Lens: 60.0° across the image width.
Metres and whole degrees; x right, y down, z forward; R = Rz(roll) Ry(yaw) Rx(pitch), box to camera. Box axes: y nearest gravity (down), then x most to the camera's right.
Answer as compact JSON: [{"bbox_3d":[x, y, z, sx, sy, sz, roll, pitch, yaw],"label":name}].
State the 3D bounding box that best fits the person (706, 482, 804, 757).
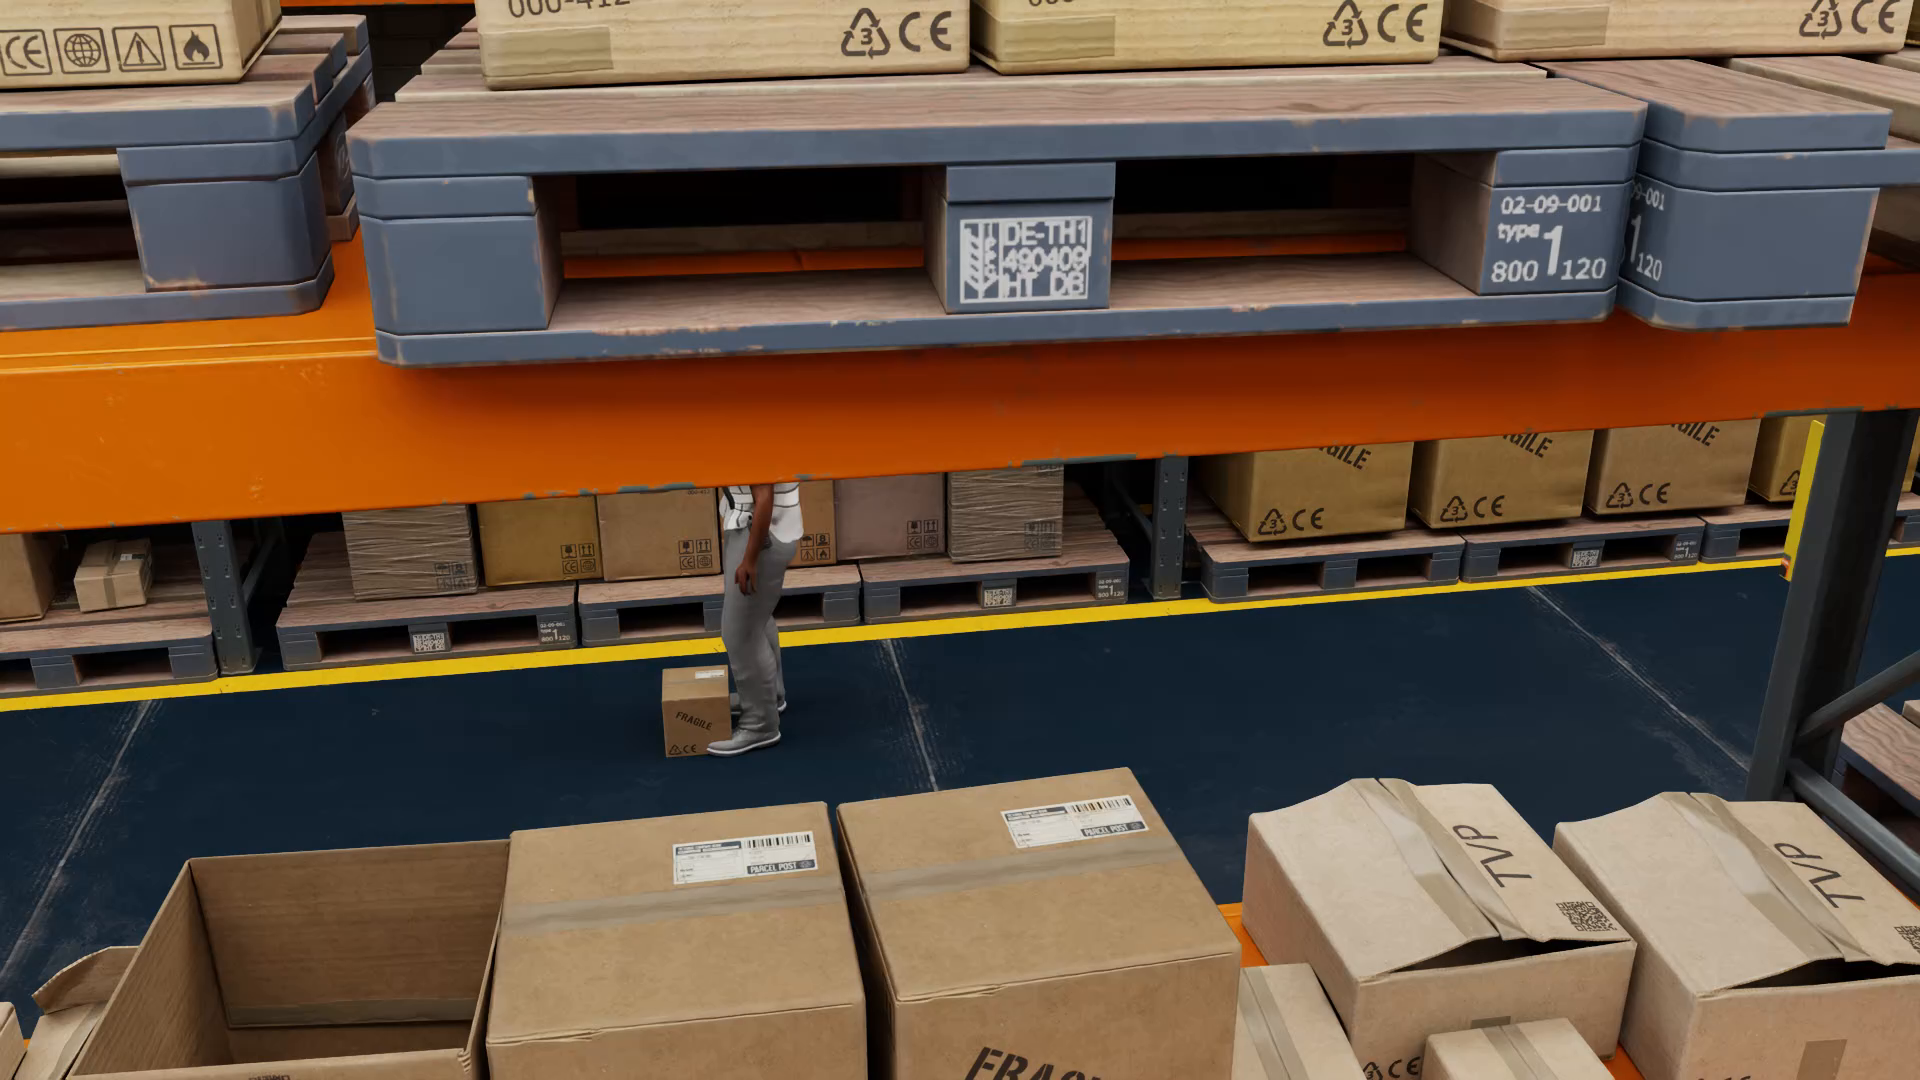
[{"bbox_3d":[-0.790,-0.012,6.129,0.417,1.657,0.520,-5,24,-11],"label":"person"}]
